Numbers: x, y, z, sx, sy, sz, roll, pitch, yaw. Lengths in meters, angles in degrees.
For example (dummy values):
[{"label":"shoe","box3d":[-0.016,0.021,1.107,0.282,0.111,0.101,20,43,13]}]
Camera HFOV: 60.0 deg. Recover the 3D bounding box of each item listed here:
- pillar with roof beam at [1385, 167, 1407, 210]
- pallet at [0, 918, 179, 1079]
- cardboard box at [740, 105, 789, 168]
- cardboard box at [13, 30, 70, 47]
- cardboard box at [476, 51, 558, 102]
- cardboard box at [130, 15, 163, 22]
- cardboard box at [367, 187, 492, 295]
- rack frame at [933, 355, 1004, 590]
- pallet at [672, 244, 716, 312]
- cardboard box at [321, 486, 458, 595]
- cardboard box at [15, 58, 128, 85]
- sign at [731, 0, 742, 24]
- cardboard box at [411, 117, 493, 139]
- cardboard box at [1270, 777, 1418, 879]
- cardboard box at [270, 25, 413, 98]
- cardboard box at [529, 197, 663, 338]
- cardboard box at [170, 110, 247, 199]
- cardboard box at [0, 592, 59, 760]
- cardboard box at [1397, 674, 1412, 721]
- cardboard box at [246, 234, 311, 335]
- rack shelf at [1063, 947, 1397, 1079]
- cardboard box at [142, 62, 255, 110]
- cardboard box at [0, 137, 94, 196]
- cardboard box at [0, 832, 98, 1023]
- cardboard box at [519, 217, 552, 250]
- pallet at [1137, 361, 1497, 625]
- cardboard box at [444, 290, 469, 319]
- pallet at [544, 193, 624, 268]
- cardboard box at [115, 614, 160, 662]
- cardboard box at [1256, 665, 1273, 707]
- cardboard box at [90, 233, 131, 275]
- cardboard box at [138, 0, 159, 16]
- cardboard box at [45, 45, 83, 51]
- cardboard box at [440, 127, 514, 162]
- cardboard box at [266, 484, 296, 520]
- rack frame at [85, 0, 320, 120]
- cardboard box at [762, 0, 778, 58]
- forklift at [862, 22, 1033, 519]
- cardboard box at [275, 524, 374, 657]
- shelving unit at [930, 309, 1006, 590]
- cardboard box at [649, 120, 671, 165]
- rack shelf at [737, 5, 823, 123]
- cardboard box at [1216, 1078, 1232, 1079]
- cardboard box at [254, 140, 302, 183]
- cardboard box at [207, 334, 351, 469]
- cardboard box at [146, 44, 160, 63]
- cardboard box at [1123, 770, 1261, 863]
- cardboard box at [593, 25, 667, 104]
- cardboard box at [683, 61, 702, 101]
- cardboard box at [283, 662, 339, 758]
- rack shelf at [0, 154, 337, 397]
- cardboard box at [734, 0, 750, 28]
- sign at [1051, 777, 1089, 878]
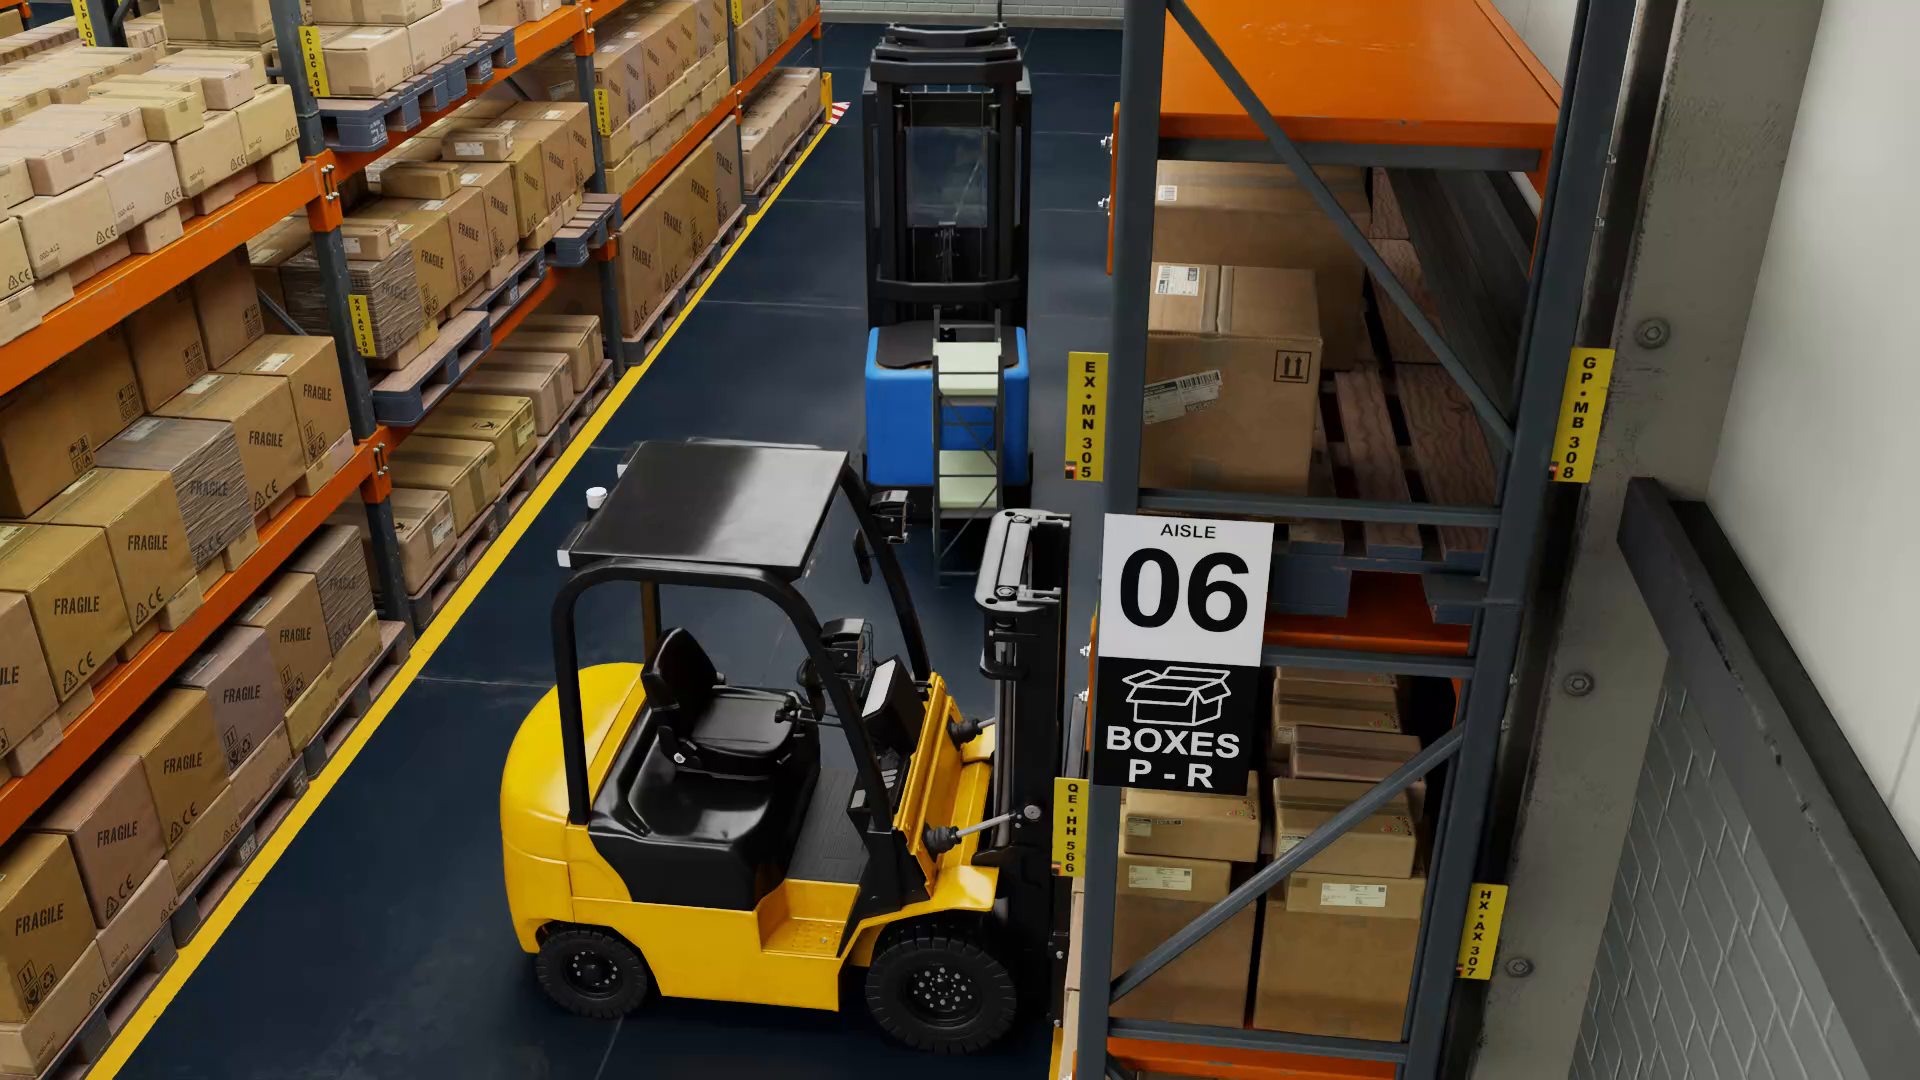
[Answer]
[{"label":"pillar with roof beam","box3d":[-1.721,-4.564,9.525,9.100,9.000,0.400,3,28,6]},{"label":"pallet","box3d":[-3.946,1.952,6.696,1.003,0.211,1.213,3,28,6]},{"label":"cardboard box","box3d":[-2.327,-4.276,17.575,0.875,0.438,0.875,3,28,5]},{"label":"cardboard box","box3d":[-8.175,-4.436,14.808,0.380,0.149,0.250,3,28,6]},{"label":"cardboard box","box3d":[-3.306,-3.368,12.471,0.500,0.500,0.500,3,28,5]},{"label":"cardboard box","box3d":[-7.432,-4.758,15.405,0.380,0.149,0.250,3,28,5]},{"label":"cardboard box","box3d":[-3.123,-1.774,9.810,0.500,0.500,0.500,3,28,6]},{"label":"rack frame","box3d":[0.047,-0.368,9.644,0.400,1.500,0.023,0,28,0]},{"label":"pallet","box3d":[-2.786,-2.337,14.657,1.003,0.211,1.213,3,28,6]},{"label":"cardboard box","box3d":[-3.538,-0.017,9.740,0.950,0.372,0.625,4,29,7]},{"label":"cardboard box","box3d":[-3.965,-2.050,7.446,0.380,0.149,0.250,4,29,8]},{"label":"sign","box3d":[-2.080,-4.956,15.441,0.100,0.325,0.005,3,28,6]},{"label":"cardboard box","box3d":[-3.451,-2.541,11.234,0.500,0.500,0.500,5,29,9]},{"label":"cardboard box","box3d":[1.090,0.821,4.753,0.380,0.149,0.250,3,28,5]},{"label":"cardboard box","box3d":[-3.130,-2.434,8.449,0.500,0.250,0.500,3,28,5]},{"label":"cardboard box","box3d":[-2.943,-2.195,13.251,0.875,0.875,0.875,3,28,6]},{"label":"cardboard box","box3d":[-3.448,-1.666,7.155,0.500,0.250,0.500,3,28,5]},{"label":"cardboard box","box3d":[-3.696,0.515,6.005,0.500,0.500,0.500,4,29,8]},{"label":"cardboard box","box3d":[1.334,0.479,5.702,0.380,0.149,0.250,4,29,7]},{"label":"cardboard box","box3d":[-3.771,-1.333,8.992,0.500,0.500,0.500,3,28,5]},{"label":"rack shelf","box3d":[1.082,0.802,6.648,1.077,0.370,4.000,3,28,6]},{"label":"cardboard box","box3d":[-3.378,-2.015,7.380,0.380,0.149,0.250,3,28,5]},{"label":"cardboard box","box3d":[-3.517,-1.406,6.251,0.380,0.149,0.250,4,29,7]},{"label":"cardboard box","box3d":[-3.714,1.461,6.333,0.500,0.500,0.500,2,28,4]},{"label":"cardboard box","box3d":[-2.922,-2.032,10.972,0.380,0.149,0.250,4,29,7]},{"label":"pallet","box3d":[0.949,-0.186,4.655,1.003,0.211,1.213,3,28,6]},{"label":"cardboard box","box3d":[-3.147,-1.432,9.860,0.380,0.149,0.250,4,29,7]},{"label":"pallet","box3d":[-3.091,-2.199,11.664,1.213,0.211,1.003,3,28,6]},{"label":"cardboard box","box3d":[-3.603,0.373,6.953,0.380,0.149,0.250,3,28,5]},{"label":"cardboard box","box3d":[1.272,0.683,6.007,0.500,0.500,0.500,3,28,6]},{"label":"cardboard box","box3d":[-3.592,-1.185,6.682,0.380,0.149,0.250,4,29,7]},{"label":"cardboard box","box3d":[-7.766,-5.167,16.552,0.500,0.500,0.500,3,28,6]},{"label":"cardboard box","box3d":[-7.592,-4.144,14.266,0.380,0.149,0.250,3,28,5]},{"label":"cardboard box","box3d":[-3.030,-2.484,10.445,0.380,0.149,0.250,2,28,4]},{"label":"cardboard box","box3d":[-3.470,-0.227,8.065,0.380,0.149,0.250,3,29,6]},{"label":"rack frame","box3d":[-3.600,-3.383,7.335,1.000,3.000,0.127,3,28,6]},{"label":"cardboard box","box3d":[-2.169,-5.228,16.978,0.500,0.500,0.500,4,29,7]},{"label":"forklift","box3d":[-0.085,-2.078,11.309,1.130,2.935,3.031,0,28,0]},{"label":"cardboard box","box3d":[-3.406,0.247,8.586,0.500,0.500,0.500,3,28,5]},{"label":"shelving unit","box3d":[0.045,-0.542,9.966,0.431,1.500,0.755,0,28,0]},{"label":"cardboard box","box3d":[-2.685,-3.264,13.597,0.500,0.250,0.500,4,29,8]},{"label":"rack shelf","box3d":[-2.374,-5.133,17.665,1.077,0.370,4.000,3,28,6]},{"label":"cardboard box","box3d":[1.084,1.797,5.445,0.500,0.250,0.500,3,28,5]},{"label":"cardboard box","box3d":[-3.335,-1.786,7.797,0.380,0.149,0.250,3,29,6]},{"label":"cardboard box","box3d":[-3.407,-0.694,8.248,0.500,0.500,0.500,3,28,5]},{"label":"cardboard box","box3d":[-7.491,-4.385,15.027,0.380,0.149,0.250,2,28,5]},{"label":"cardboard box","box3d":[0.672,0.786,4.818,0.380,0.149,0.250,3,29,6]},{"label":"cardboard box","box3d":[-2.677,-3.804,13.281,0.500,0.500,0.500,4,29,8]},{"label":"cardboard box","box3d":[-2.544,-3.961,14.362,0.500,0.250,0.500,4,29,7]},{"label":"cardboard box","box3d":[-3.461,0.828,8.298,0.500,0.250,0.500,3,28,5]},{"label":"rack shelf","box3d":[-3.845,-0.805,6.469,1.077,0.370,4.000,3,28,6]},{"label":"cardboard box","box3d":[-2.321,-5.202,15.876,0.500,0.500,0.500,4,29,7]},{"label":"sign","box3d":[0.300,0.775,4.470,0.100,0.325,0.005,3,28,6]}]
